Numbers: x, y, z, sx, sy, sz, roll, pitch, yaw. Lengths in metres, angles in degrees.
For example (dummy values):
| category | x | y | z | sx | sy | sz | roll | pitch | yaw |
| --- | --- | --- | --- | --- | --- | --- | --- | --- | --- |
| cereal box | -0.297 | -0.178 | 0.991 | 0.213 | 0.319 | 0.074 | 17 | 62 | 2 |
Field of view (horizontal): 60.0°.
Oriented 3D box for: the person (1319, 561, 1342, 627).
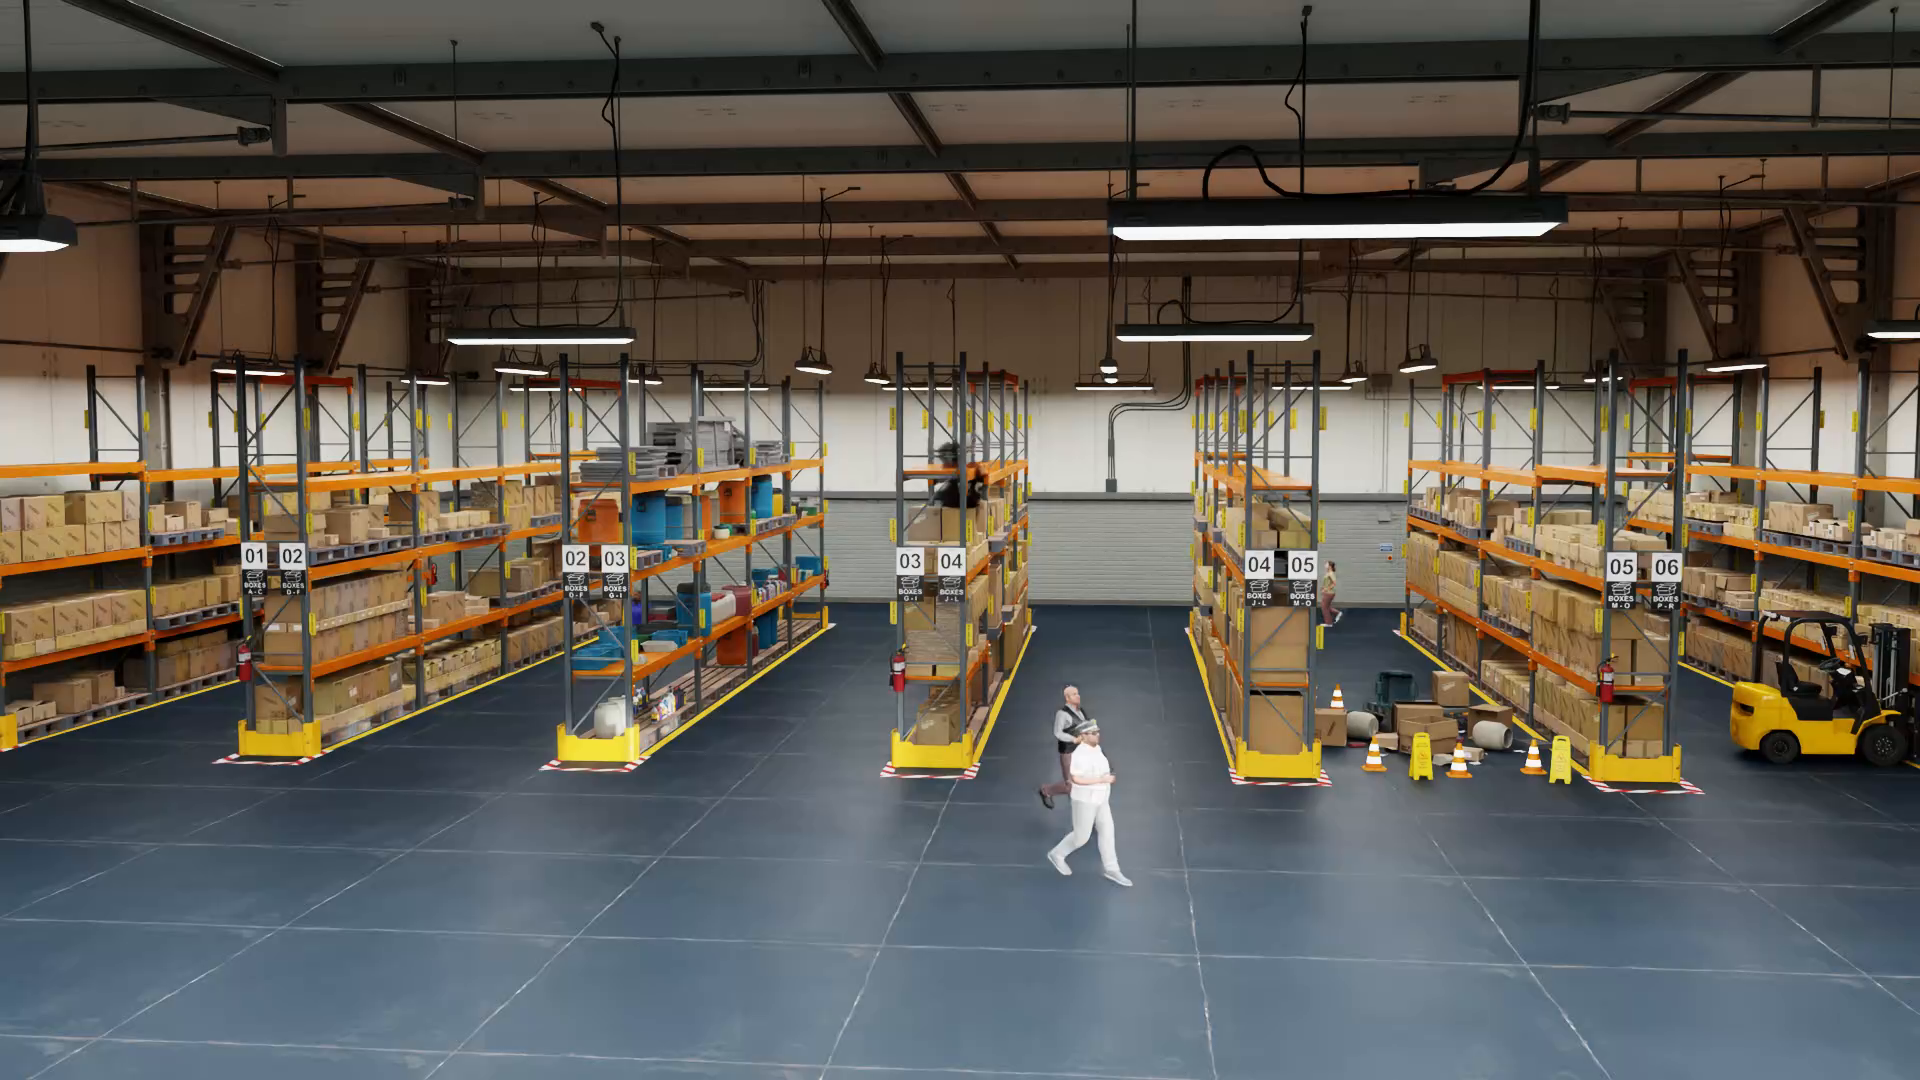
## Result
| category | x | y | z | sx | sy | sz | roll | pitch | yaw |
| --- | --- | --- | --- | --- | --- | --- | --- | --- | --- |
| person | 9.052 | 1.310 | 40.513 | 0.546 | 1.624 | 0.566 | 0 | 4 | 3 |

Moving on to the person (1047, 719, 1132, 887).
| category | x | y | z | sx | sy | sz | roll | pitch | yaw |
| --- | --- | --- | --- | --- | --- | --- | --- | --- | --- |
| person | 1.403 | 2.816 | 17.992 | 0.967 | 1.791 | 0.659 | 3 | 5 | 34 |

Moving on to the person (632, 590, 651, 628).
| category | x | y | z | sx | sy | sz | roll | pitch | yaw |
| --- | --- | --- | --- | --- | --- | --- | --- | --- | --- |
| person | -6.407 | 1.838 | 33.099 | 0.554 | 1.712 | 0.746 | 0 | 4 | 4 |

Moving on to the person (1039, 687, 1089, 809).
| category | x | y | z | sx | sy | sz | roll | pitch | yaw |
| --- | --- | --- | --- | --- | --- | --- | --- | --- | --- |
| person | 1.457 | 2.677 | 20.791 | 0.930 | 1.686 | 0.676 | 3 | 5 | 40 |
